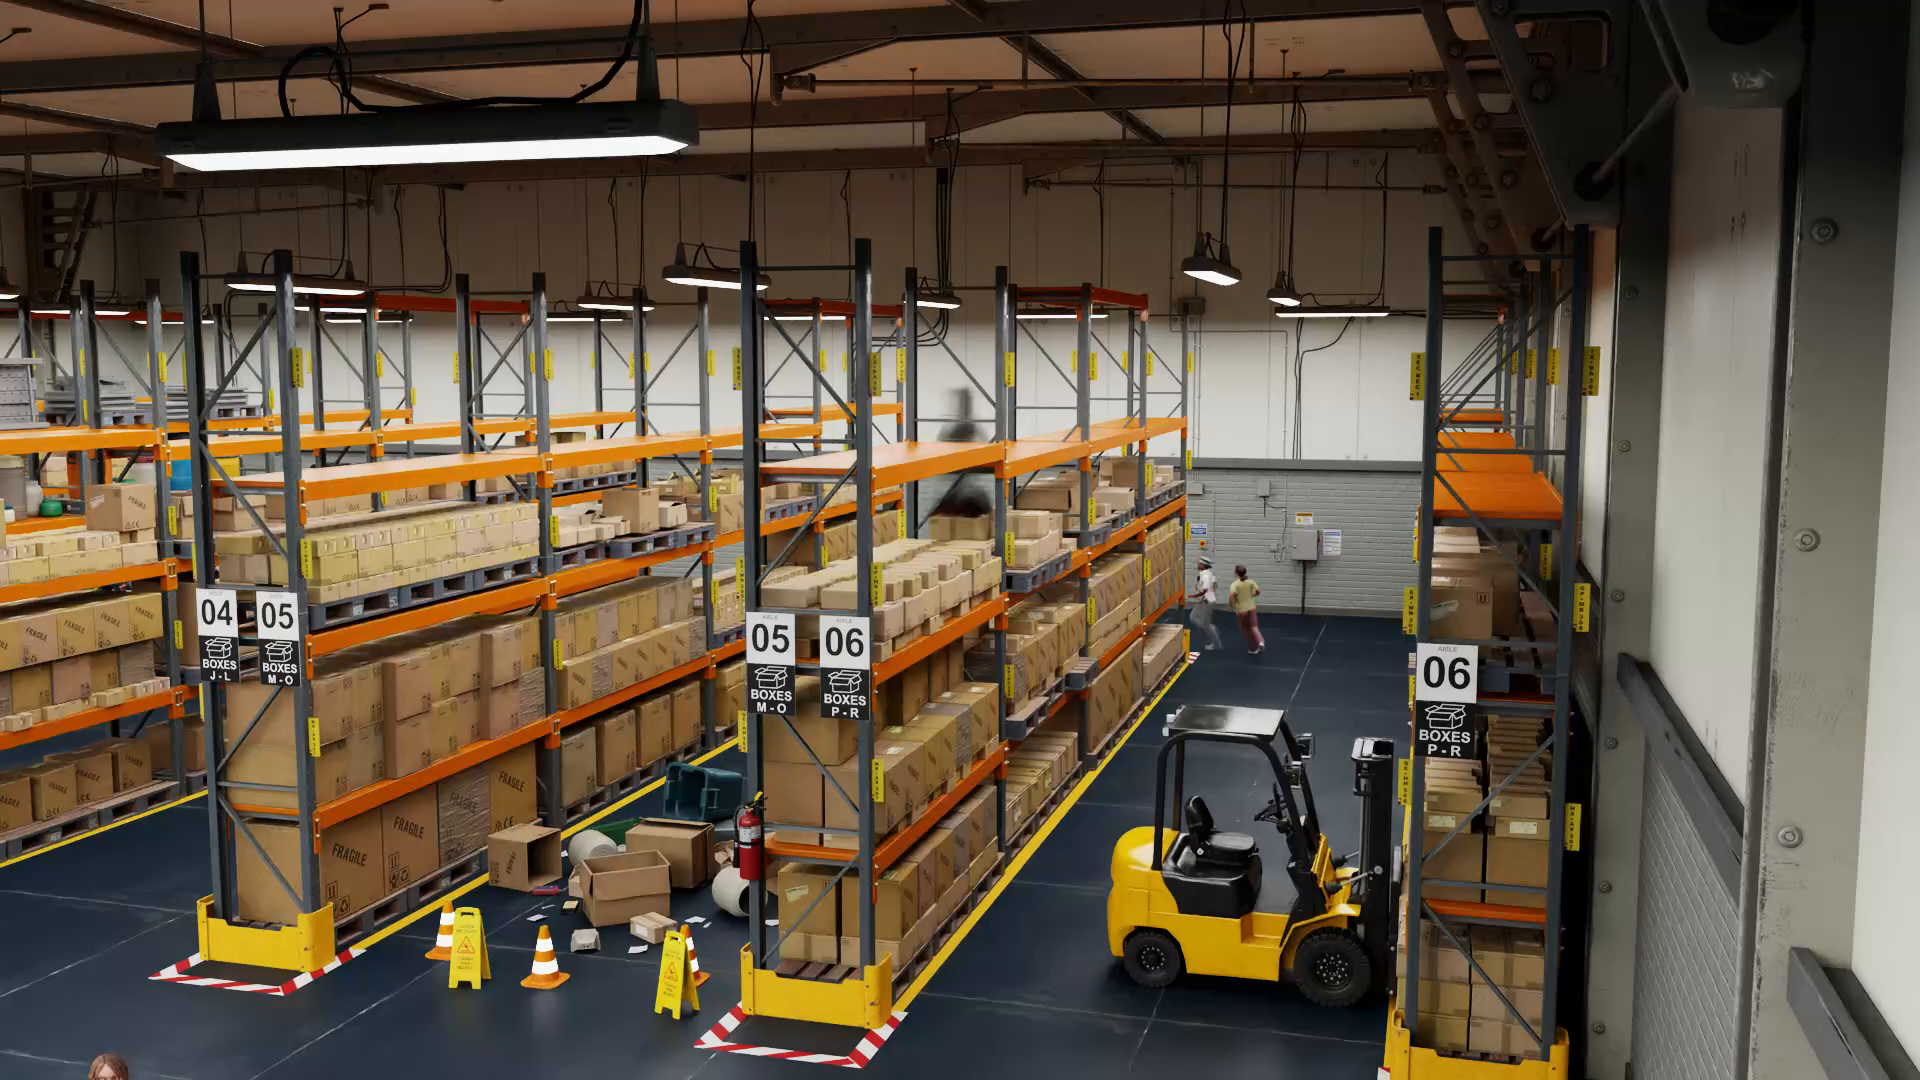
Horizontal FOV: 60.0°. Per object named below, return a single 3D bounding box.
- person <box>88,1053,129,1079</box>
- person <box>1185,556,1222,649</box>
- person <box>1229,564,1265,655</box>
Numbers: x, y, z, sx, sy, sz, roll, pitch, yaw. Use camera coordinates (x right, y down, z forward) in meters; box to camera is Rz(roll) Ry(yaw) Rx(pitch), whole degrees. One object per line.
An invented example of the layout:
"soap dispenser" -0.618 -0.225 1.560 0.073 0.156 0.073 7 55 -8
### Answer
"person" -4.464 3.445 8.692 0.530 1.527 0.561 -4 8 -33
"person" 4.258 1.085 29.115 0.660 1.646 0.553 1 6 8
"person" 4.849 1.207 28.359 0.687 1.598 0.778 -2 7 -14
